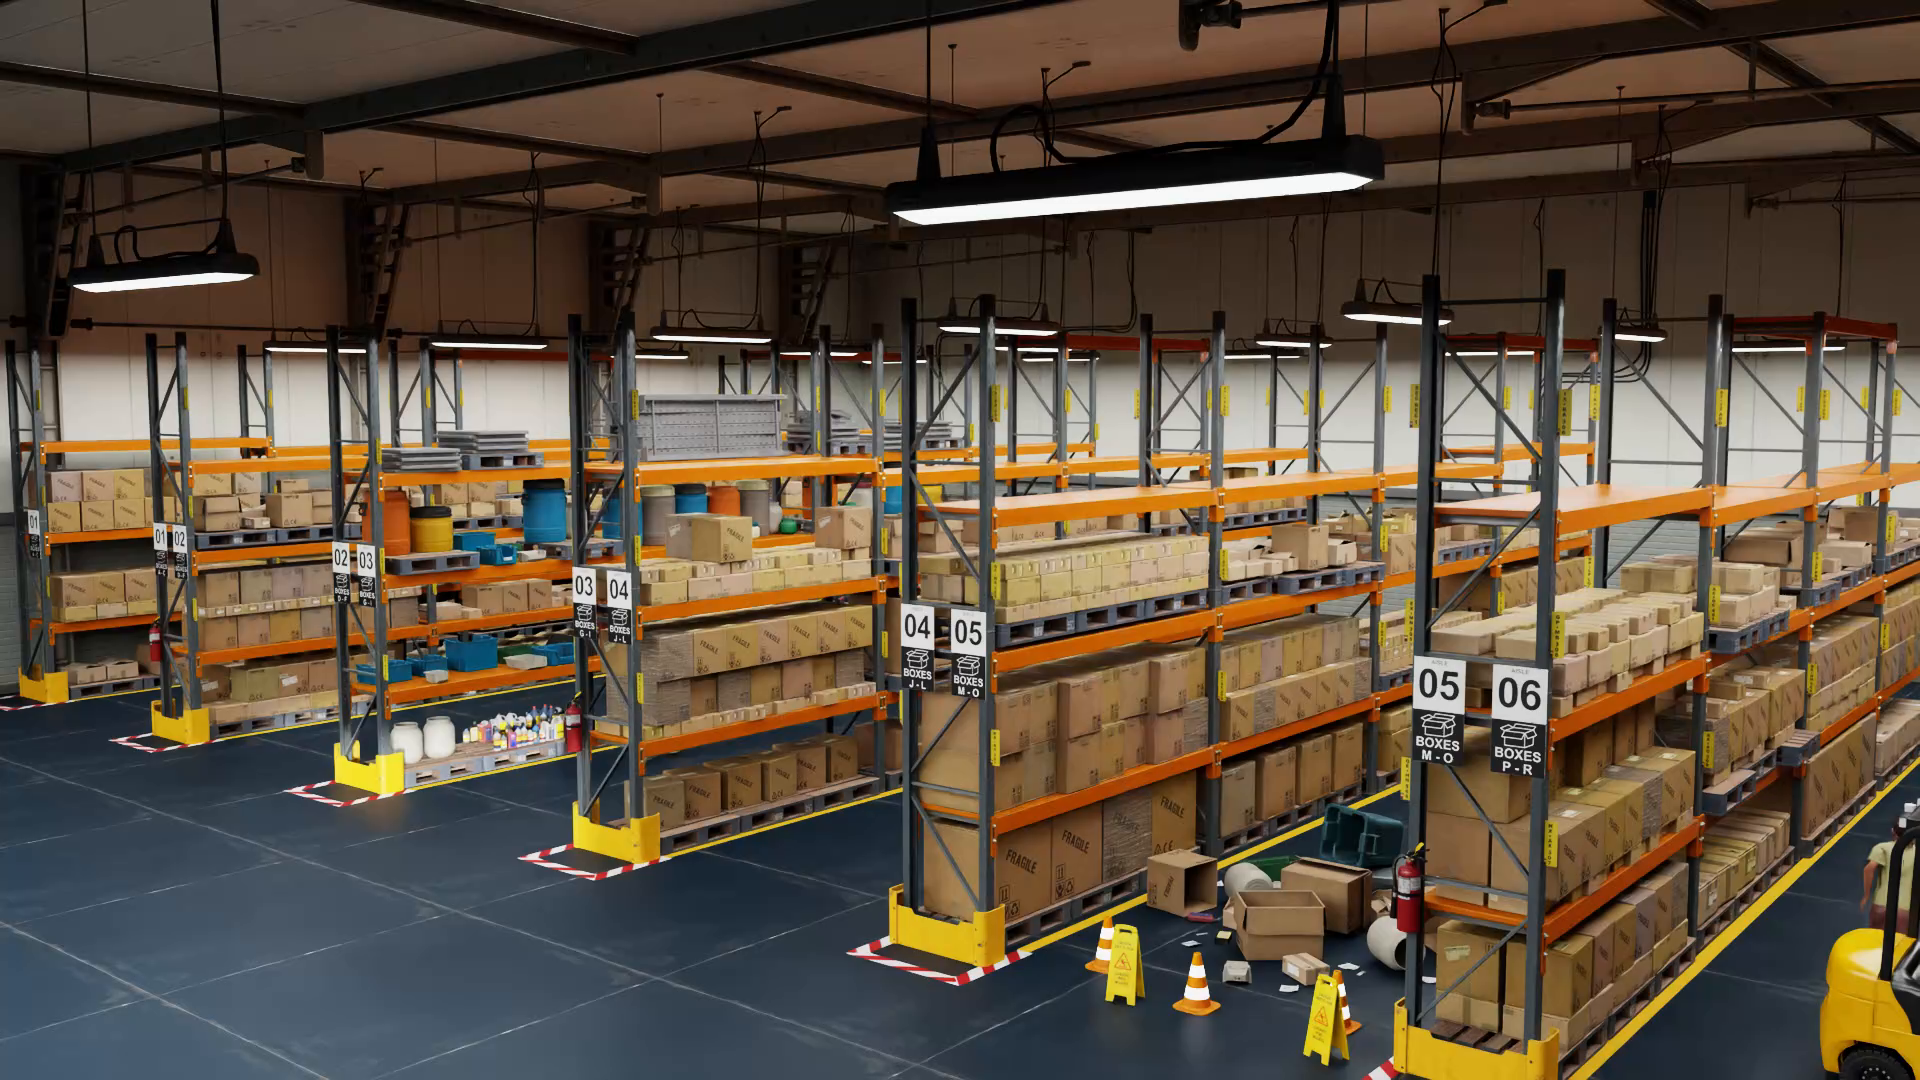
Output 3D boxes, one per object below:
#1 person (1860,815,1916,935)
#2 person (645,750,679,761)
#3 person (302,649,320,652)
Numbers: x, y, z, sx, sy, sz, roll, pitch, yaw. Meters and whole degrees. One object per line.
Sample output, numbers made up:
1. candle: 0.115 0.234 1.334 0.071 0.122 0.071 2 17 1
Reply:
1. person: 7.938 3.137 14.103 0.515 1.543 0.701 4 7 39
2. person: -4.147 2.243 23.228 0.505 1.616 0.987 1 5 6
3. person: -10.933 1.757 28.207 0.622 1.764 0.703 3 6 27
